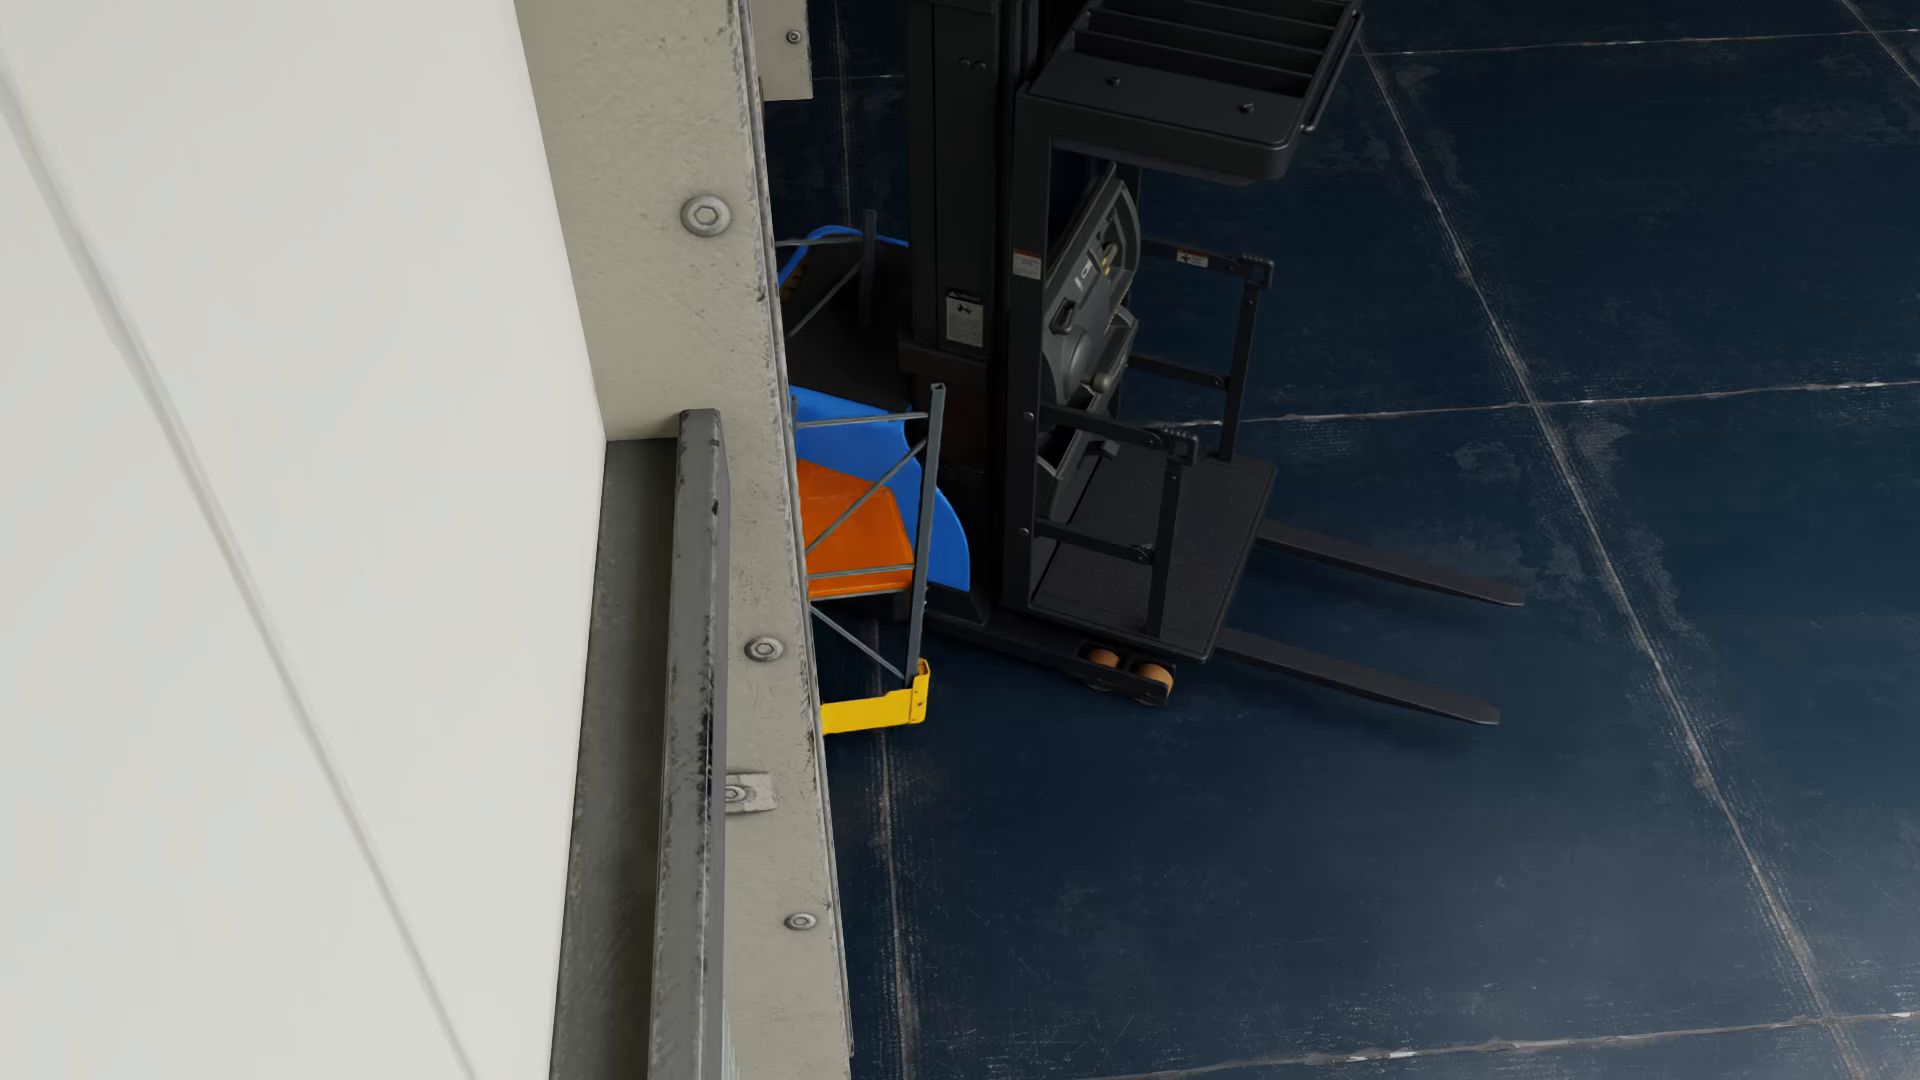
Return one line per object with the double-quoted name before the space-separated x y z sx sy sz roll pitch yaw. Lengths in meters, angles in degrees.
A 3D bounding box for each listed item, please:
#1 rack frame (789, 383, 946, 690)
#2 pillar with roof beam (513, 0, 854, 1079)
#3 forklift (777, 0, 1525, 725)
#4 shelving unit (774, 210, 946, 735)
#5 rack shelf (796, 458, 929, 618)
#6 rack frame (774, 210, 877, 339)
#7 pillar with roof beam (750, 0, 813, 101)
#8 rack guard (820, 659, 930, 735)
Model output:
"rack frame" -0.353 0.110 5.530 0.500 1.500 0.032 -6 43 -14
"pillar with roof beam" 3.809 -1.591 2.195 9.100 9.000 0.400 -3 47 -3
"forklift" 0.640 -0.822 5.646 3.031 2.935 1.130 16 49 15
"shelving unit" -0.474 -0.221 5.884 0.587 1.500 1.083 -6 43 -14
"rack shelf" -0.491 -0.094 6.010 0.538 0.185 1.000 -6 43 -14
"rack frame" -0.599 -0.564 6.251 0.500 1.500 0.032 -6 43 -14
"pillar with roof beam" 3.306 -5.932 6.307 9.100 9.000 0.400 -3 47 -3
"rack guard" -0.407 0.573 5.947 0.587 0.250 0.087 -6 43 -14
